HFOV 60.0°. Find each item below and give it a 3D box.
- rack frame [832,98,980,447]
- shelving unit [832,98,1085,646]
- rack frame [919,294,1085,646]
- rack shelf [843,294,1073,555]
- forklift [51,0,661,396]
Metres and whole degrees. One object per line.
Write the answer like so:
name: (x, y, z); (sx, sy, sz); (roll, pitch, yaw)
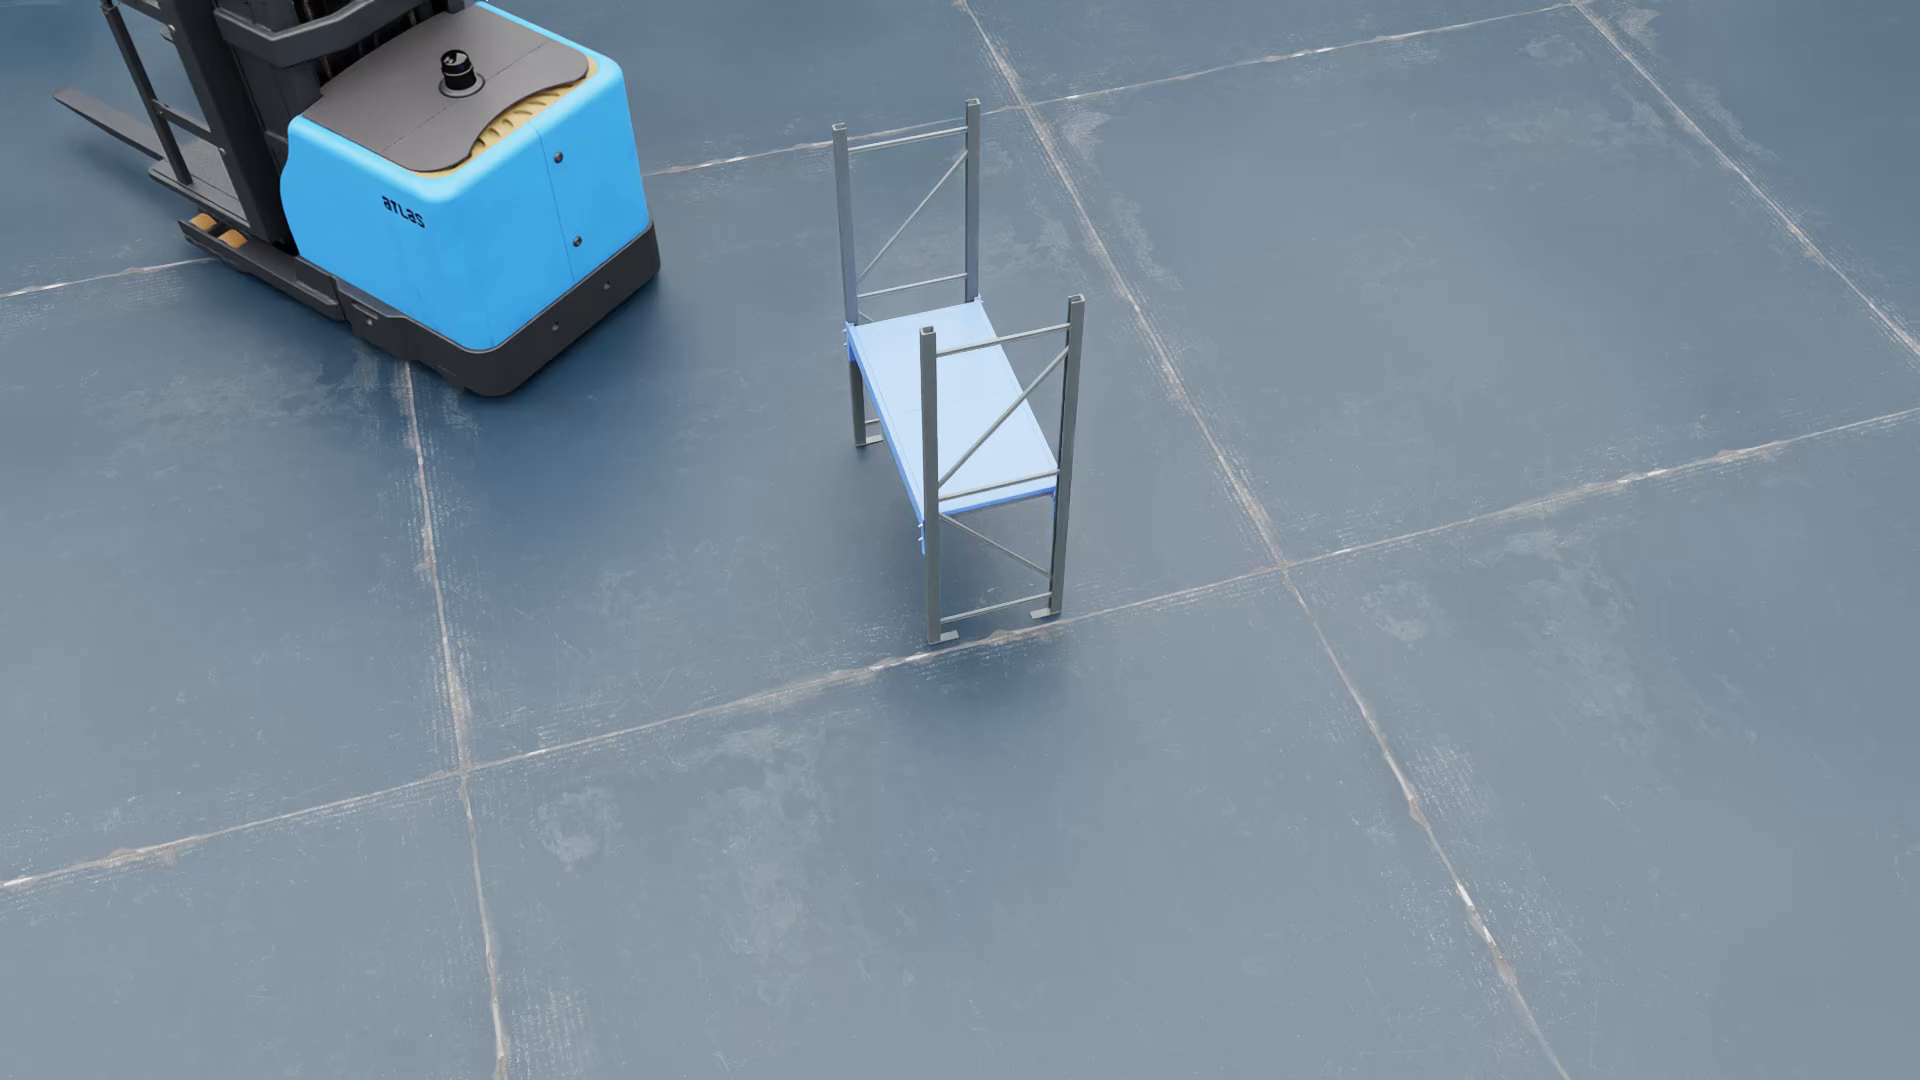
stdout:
rack frame: (-0.176, -0.917, 6.042); (0.500, 1.500, 0.032); (-13, 51, -11)
shelving unit: (-0.025, -0.546, 5.729); (0.538, 1.500, 1.048); (-13, 51, -11)
rack frame: (0.125, -0.174, 5.416); (0.500, 1.500, 0.032); (-13, 51, -11)
rack shelf: (-0.025, -0.430, 5.867); (0.538, 0.185, 1.000); (-13, 51, -11)
forklift: (-2.787, -2.430, 6.381); (3.031, 2.935, 1.130); (28, 55, 22)
